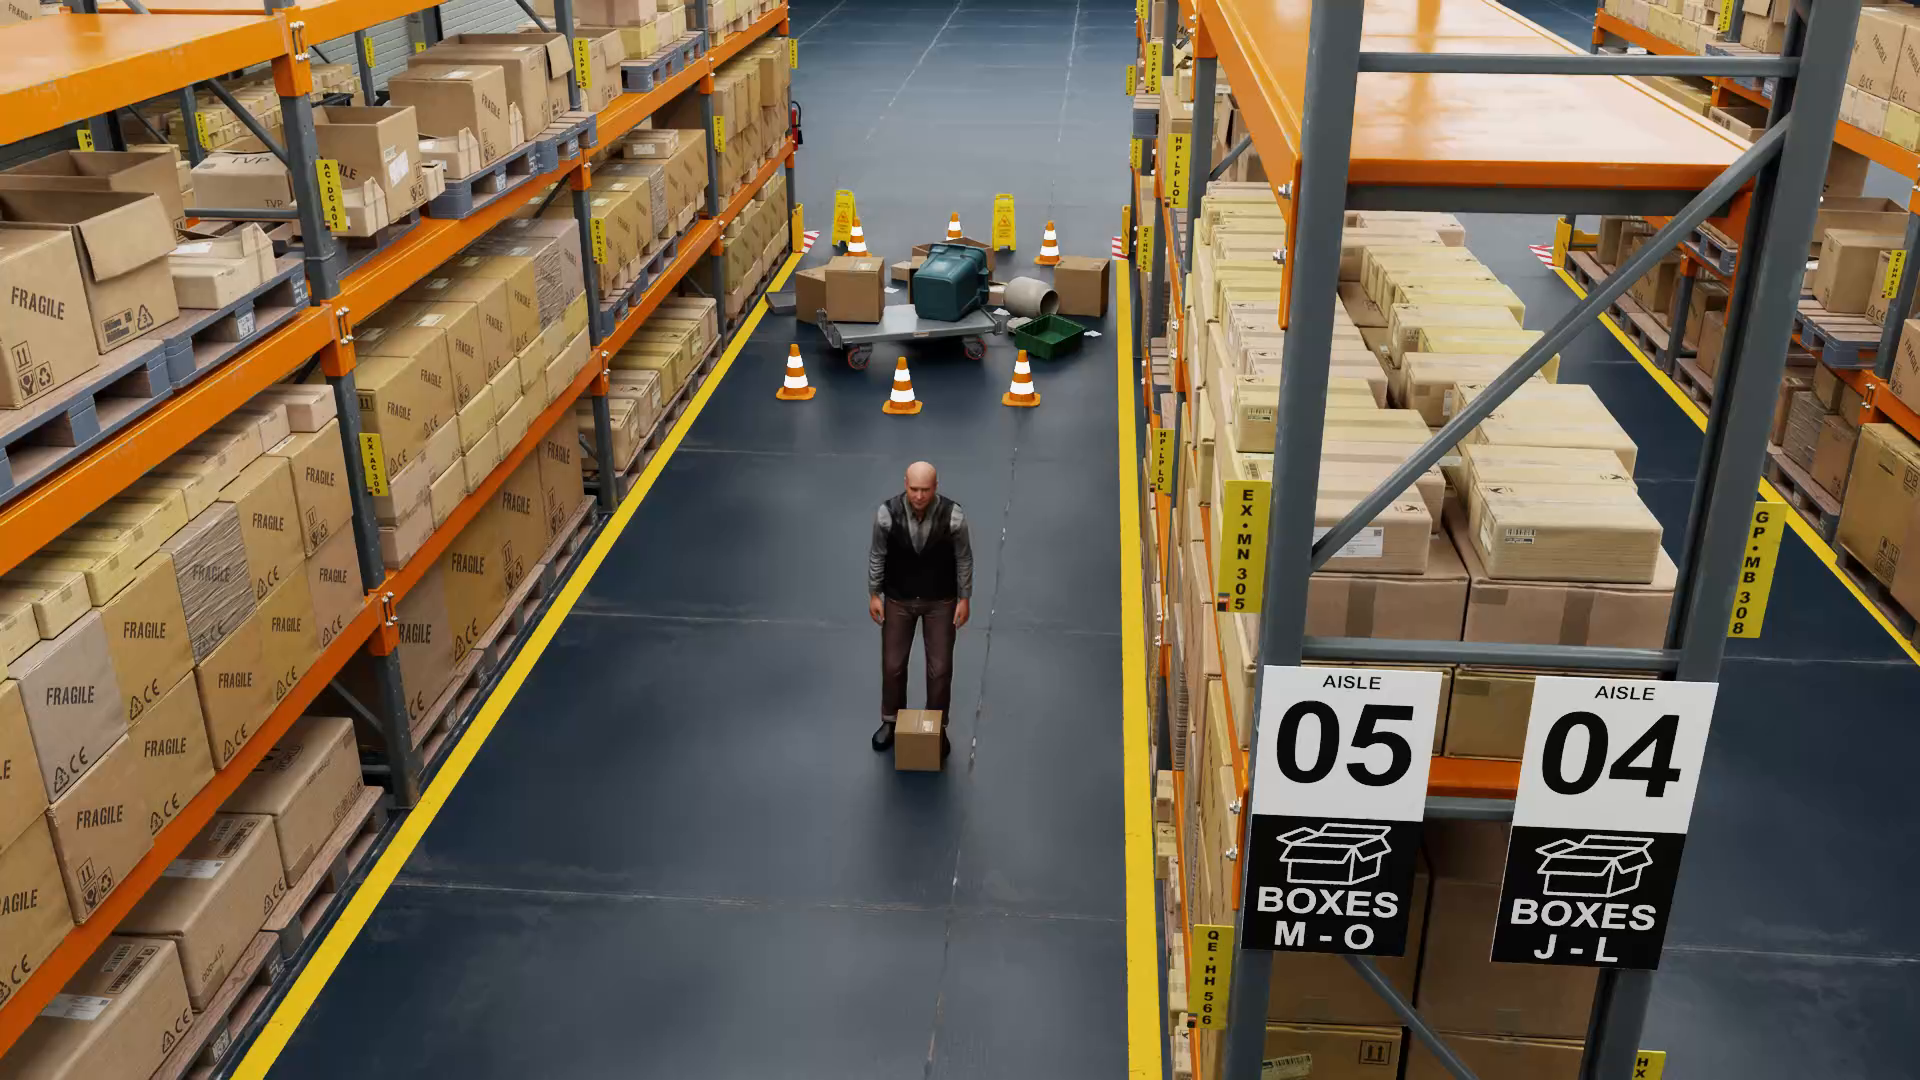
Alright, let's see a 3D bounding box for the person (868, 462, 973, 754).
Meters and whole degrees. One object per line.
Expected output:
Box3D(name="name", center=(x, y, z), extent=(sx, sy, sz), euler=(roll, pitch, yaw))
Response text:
Box3D(name="person", center=(-0.226, 0.359, 9.247), extent=(0.572, 1.719, 0.412), euler=(2, 24, 4))
